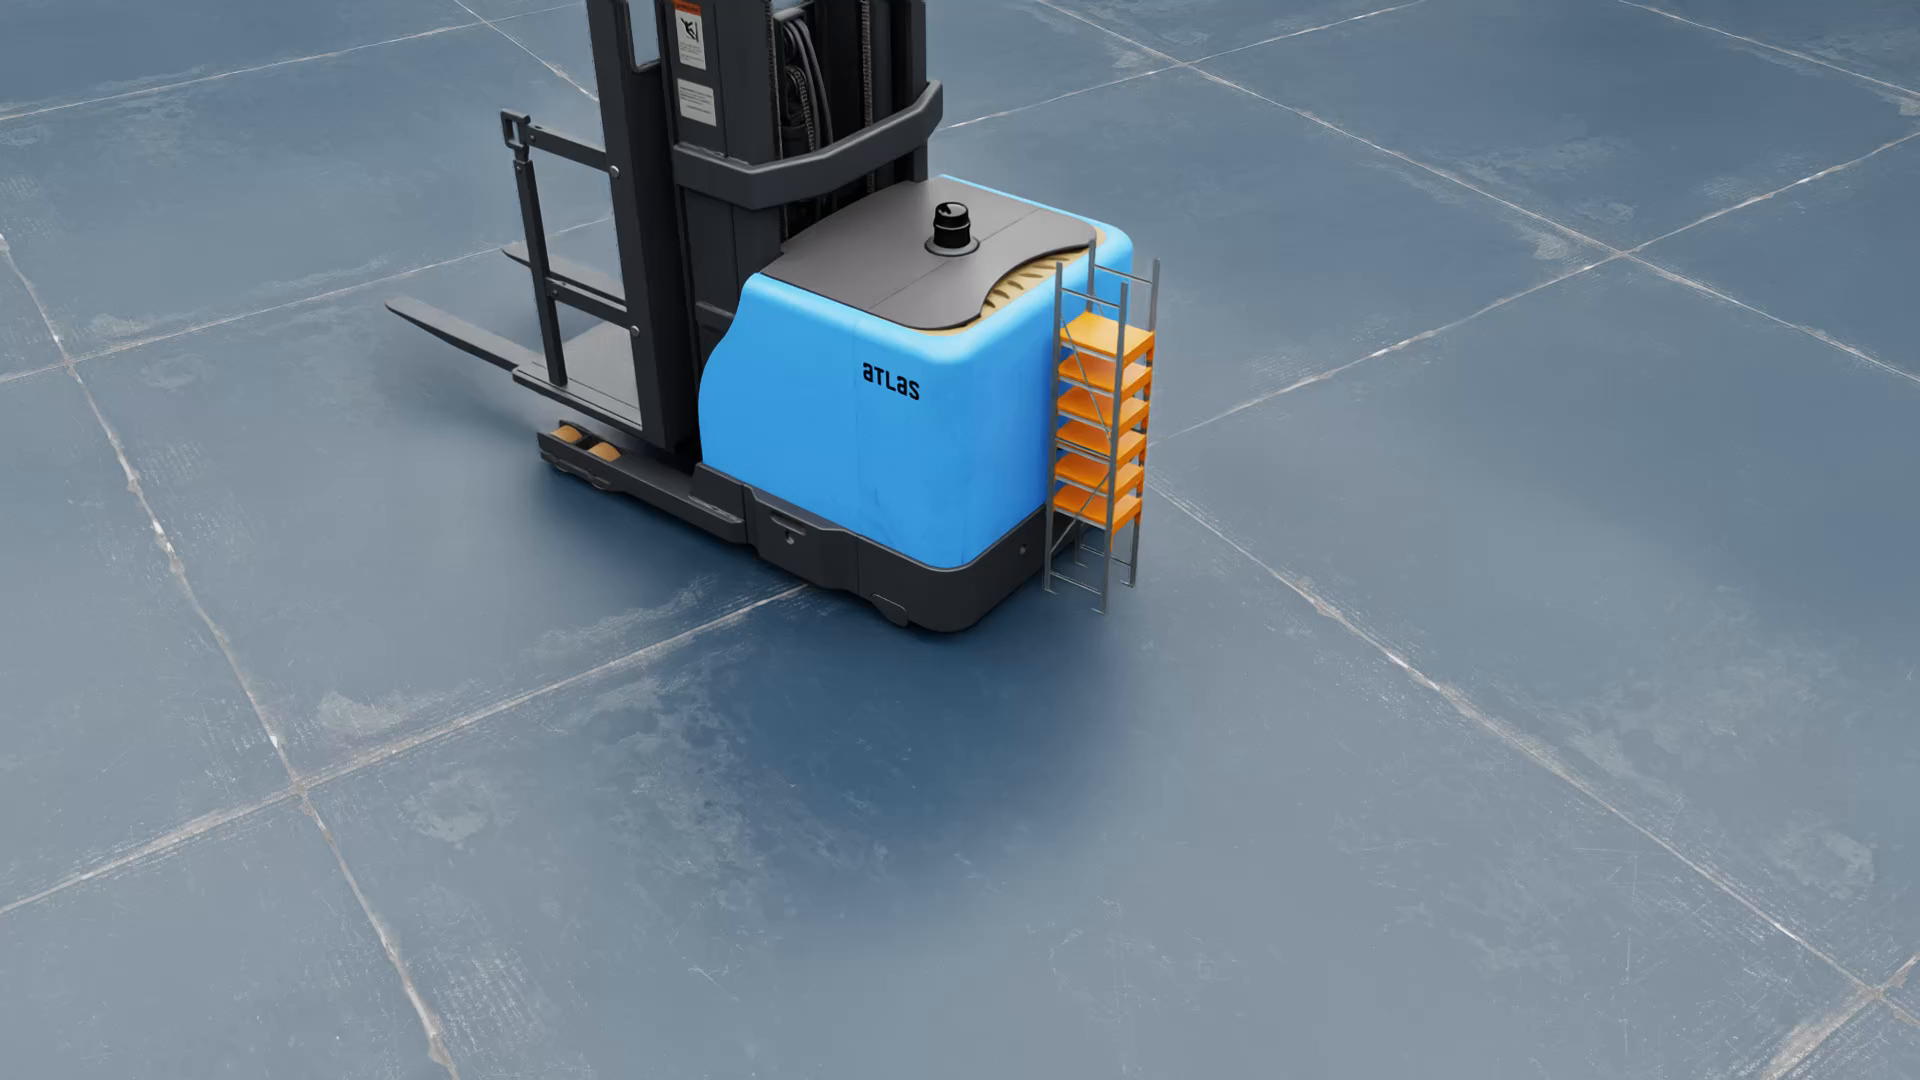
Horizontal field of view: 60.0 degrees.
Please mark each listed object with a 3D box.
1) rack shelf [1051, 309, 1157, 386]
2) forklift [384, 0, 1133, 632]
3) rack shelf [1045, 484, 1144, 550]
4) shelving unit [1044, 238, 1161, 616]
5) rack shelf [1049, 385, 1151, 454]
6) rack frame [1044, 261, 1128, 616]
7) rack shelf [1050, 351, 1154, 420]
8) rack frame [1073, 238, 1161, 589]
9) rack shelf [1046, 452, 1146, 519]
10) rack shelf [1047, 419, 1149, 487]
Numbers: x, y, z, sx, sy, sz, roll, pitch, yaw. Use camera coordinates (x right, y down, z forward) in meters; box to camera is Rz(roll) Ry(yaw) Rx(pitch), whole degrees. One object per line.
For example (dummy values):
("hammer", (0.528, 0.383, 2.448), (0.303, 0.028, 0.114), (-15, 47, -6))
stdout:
("rack shelf", (0.430, -0.580, 4.989), (0.258, 0.103, 0.180), (23, 42, 28))
("forklift", (-0.916, -1.593, 5.455), (3.031, 2.935, 1.130), (24, 42, 29))
("rack shelf", (0.430, -0.093, 5.339), (0.258, 0.103, 0.180), (23, 42, 28))
("shelving unit", (0.430, -0.324, 5.173), (0.258, 1.200, 0.189), (23, 42, 28))
("rack shelf", (0.430, -0.386, 5.129), (0.258, 0.103, 0.180), (23, 42, 28))
("rack frame", (0.377, -0.281, 5.113), (0.240, 1.200, 0.006), (23, 42, 28))
("rack shelf", (0.430, -0.483, 5.059), (0.258, 0.103, 0.180), (23, 42, 28))
("rack frame", (0.484, -0.368, 5.234), (0.240, 1.200, 0.006), (23, 42, 28))
("rack shelf", (0.430, -0.191, 5.269), (0.258, 0.103, 0.180), (23, 42, 28))
("rack shelf", (0.430, -0.288, 5.199), (0.258, 0.103, 0.180), (23, 42, 28))
